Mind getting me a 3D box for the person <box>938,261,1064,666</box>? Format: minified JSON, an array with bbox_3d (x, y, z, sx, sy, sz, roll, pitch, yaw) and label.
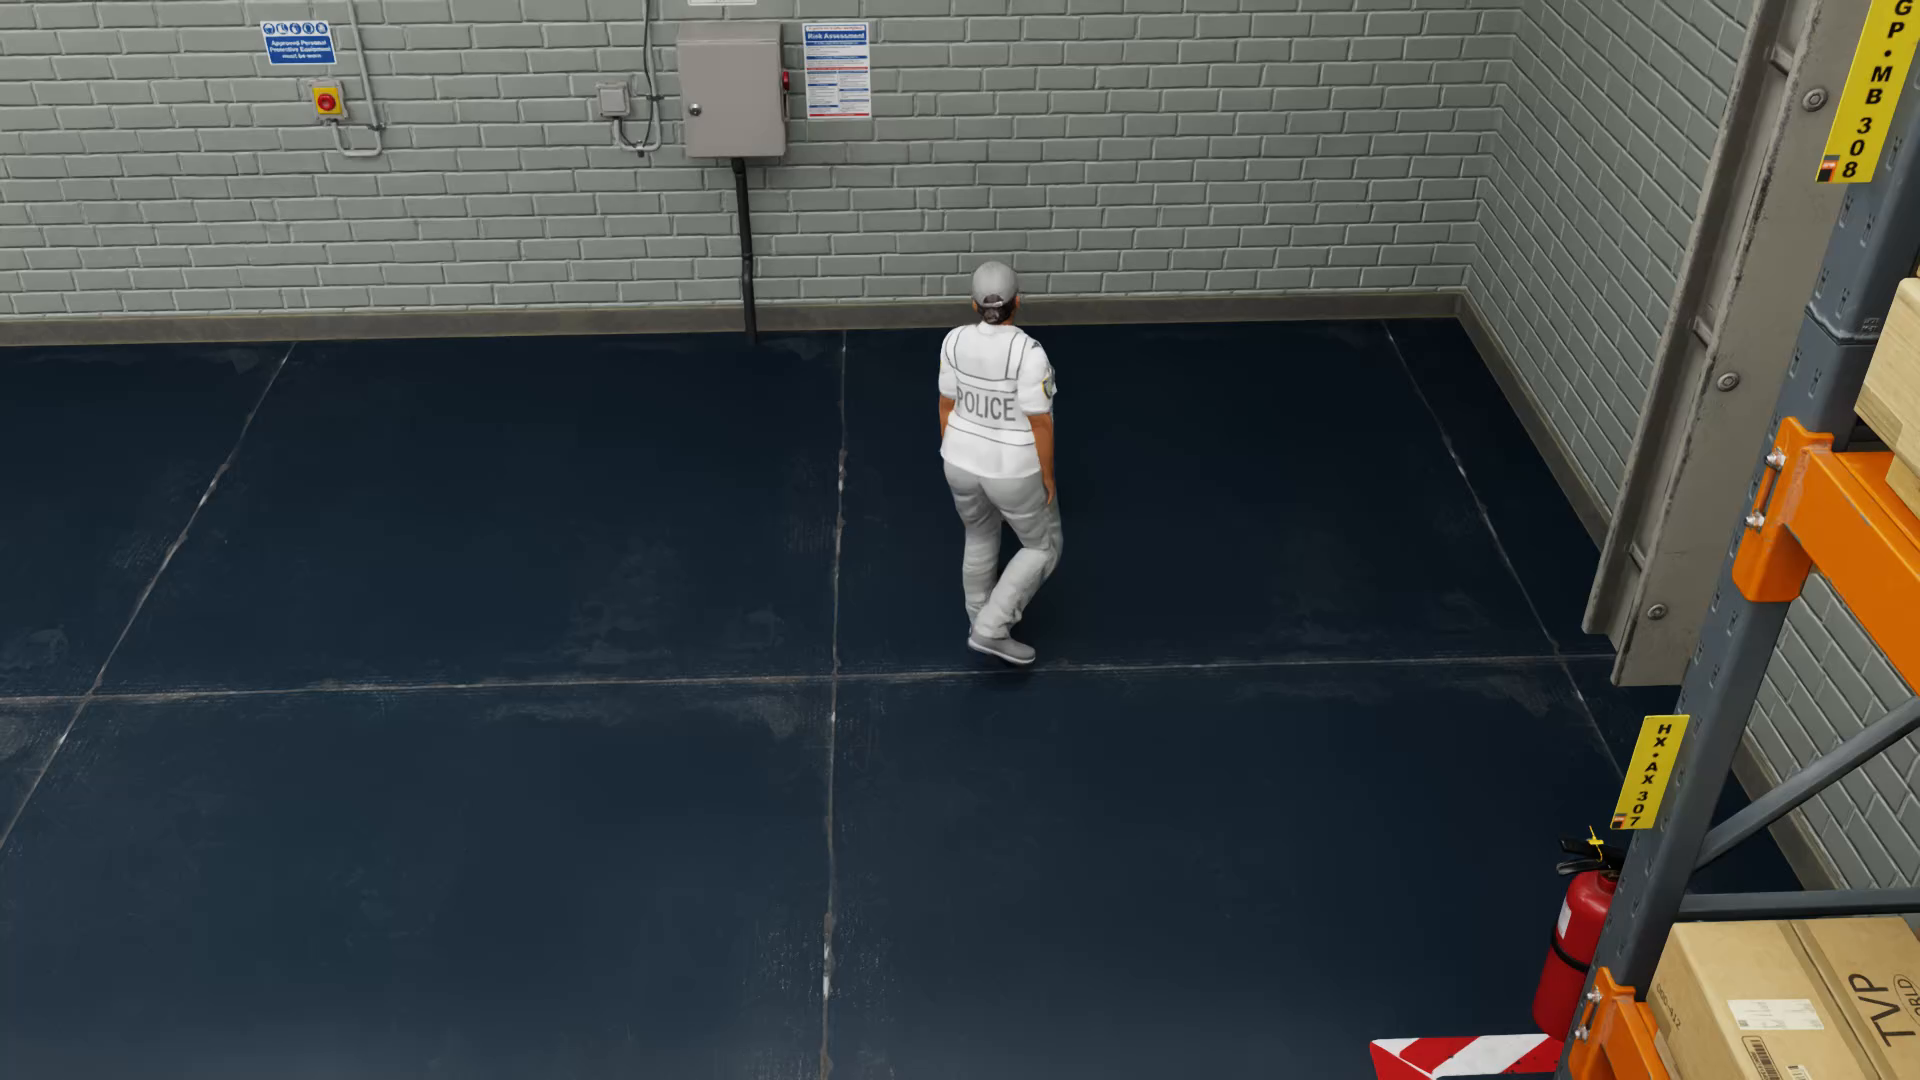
[{"bbox_3d":[0.130,-0.254,6.497,0.553,1.661,0.594,20,40,26],"label":"person"}]
